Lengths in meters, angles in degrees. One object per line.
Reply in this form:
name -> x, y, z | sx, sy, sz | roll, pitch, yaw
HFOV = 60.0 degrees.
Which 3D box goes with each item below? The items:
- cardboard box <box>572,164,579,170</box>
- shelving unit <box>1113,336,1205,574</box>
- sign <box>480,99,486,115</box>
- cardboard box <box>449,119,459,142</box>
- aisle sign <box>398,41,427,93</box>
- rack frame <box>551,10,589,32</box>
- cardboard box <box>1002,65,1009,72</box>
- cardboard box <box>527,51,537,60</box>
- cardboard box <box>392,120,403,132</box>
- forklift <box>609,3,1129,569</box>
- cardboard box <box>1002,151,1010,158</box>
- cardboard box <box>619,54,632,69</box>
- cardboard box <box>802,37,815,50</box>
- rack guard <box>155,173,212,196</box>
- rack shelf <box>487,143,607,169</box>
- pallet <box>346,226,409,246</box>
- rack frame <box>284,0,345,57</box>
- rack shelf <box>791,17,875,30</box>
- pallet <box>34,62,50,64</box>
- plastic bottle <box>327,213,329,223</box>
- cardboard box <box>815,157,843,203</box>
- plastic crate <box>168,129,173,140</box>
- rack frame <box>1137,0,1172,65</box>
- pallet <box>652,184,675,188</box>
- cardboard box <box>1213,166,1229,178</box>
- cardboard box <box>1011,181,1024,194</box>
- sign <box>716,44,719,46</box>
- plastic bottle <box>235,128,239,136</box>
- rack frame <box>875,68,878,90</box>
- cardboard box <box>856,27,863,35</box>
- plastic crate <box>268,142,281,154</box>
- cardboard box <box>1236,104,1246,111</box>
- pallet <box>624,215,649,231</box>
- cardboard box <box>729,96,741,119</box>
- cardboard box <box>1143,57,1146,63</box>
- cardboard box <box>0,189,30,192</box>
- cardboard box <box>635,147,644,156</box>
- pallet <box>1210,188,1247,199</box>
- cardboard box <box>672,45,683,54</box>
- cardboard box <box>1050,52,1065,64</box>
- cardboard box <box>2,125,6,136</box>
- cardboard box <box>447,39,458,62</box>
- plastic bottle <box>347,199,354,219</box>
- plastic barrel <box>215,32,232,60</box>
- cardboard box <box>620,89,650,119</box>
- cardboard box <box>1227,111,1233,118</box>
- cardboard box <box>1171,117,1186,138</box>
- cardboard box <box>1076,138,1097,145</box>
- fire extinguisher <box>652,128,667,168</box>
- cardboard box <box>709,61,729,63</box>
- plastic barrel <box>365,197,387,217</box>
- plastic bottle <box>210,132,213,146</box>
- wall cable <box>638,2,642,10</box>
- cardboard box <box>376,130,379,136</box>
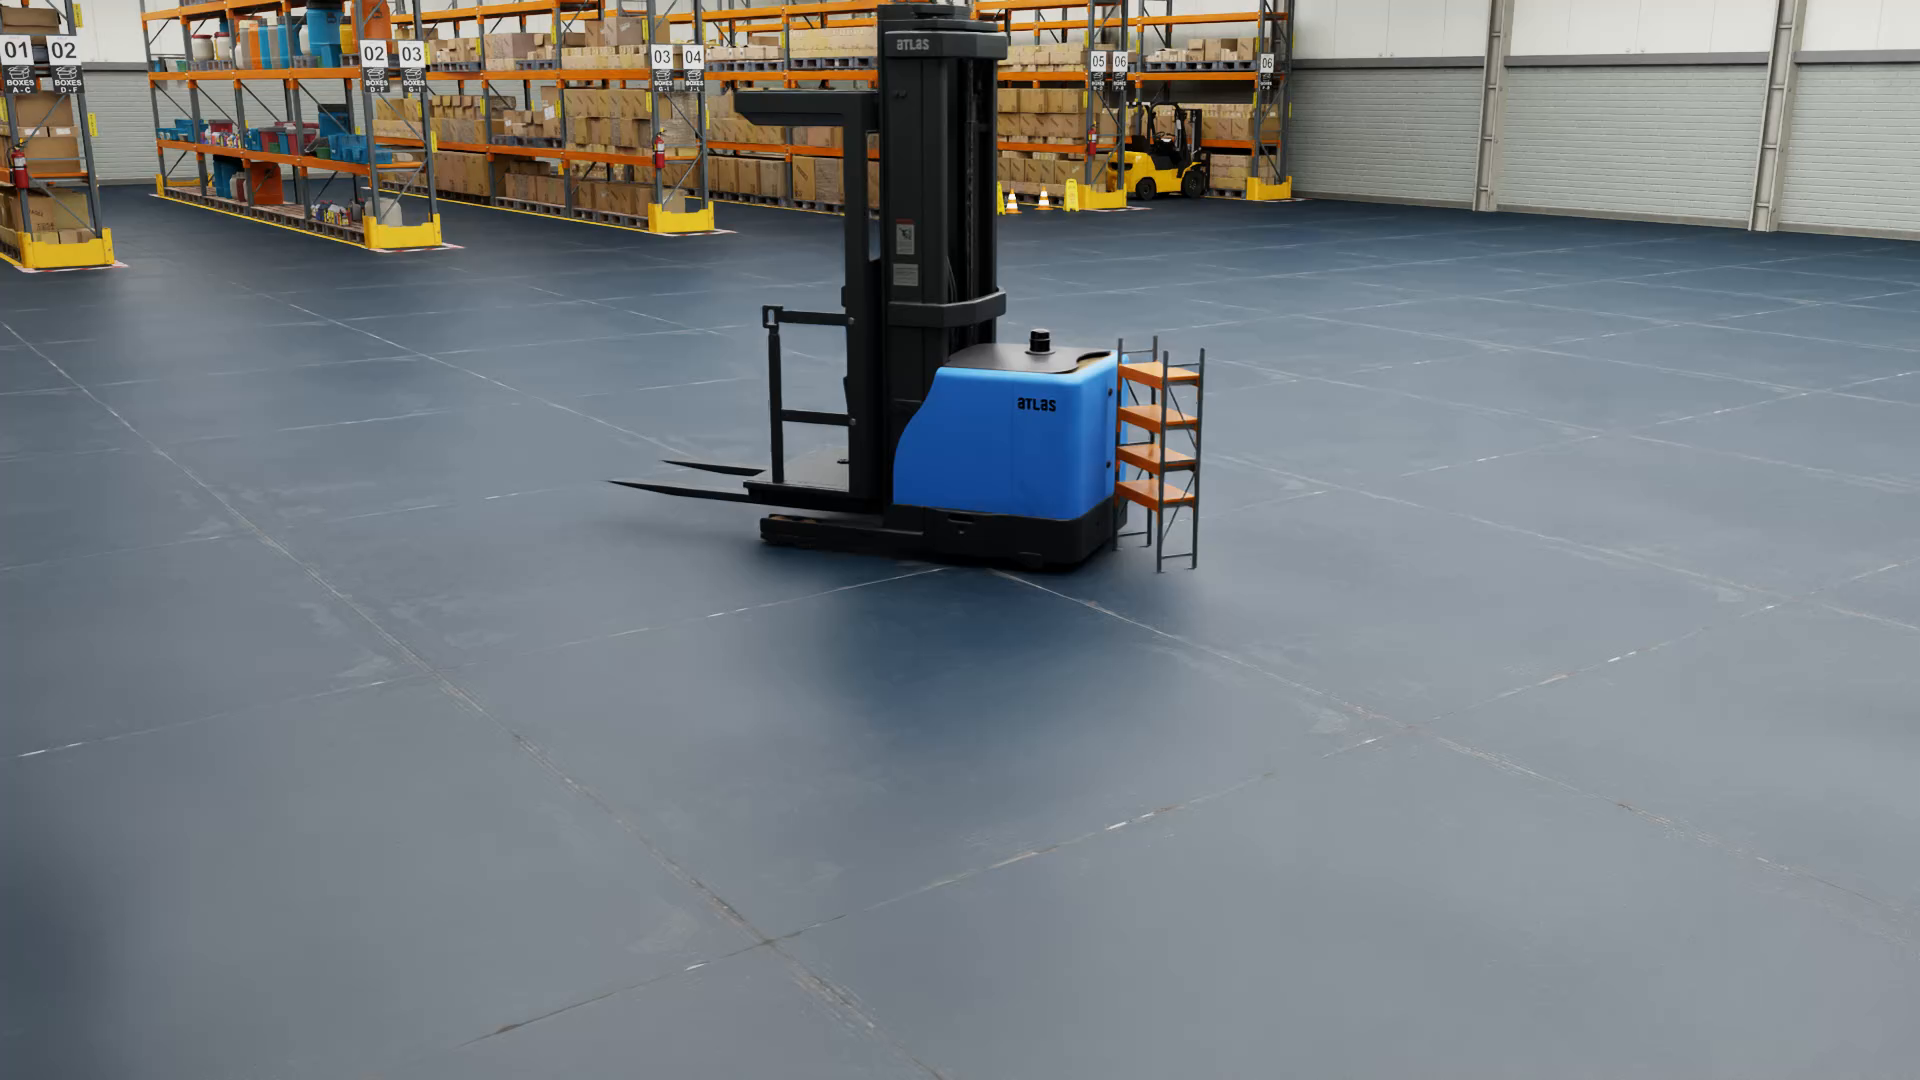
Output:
cardboard box -> -10.071, -9.901, 44.111 | 0.380, 0.149, 0.250 | -11, 19, -35
shelving unit -> 1.070, -0.471, 9.025 | 0.258, 1.200, 0.503 | -7, 17, -23
sign -> -10.101, -9.164, 35.184 | 0.100, 0.325, 0.005 | -11, 19, -35
cardboard box -> -11.039, -9.134, 37.078 | 0.500, 0.500, 0.500 | -10, 18, -33
aisle sign -> -8.677, -7.500, 26.370 | 0.394, 0.787, 0.004 | -11, 19, -35
rack frame -> -10.286, -14.043, 43.838 | 1.000, 3.000, 0.127 | -11, 19, -35
cardboard box -> 1.158, -10.438, 36.824 | 0.380, 0.149, 0.250 | -10, 18, -33
cardboard box -> -8.486, -9.760, 33.519 | 0.380, 0.166, 0.250 | -12, 19, -36
cardboard box -> -13.380, -9.999, 40.148 | 0.500, 0.250, 0.500 | -11, 19, -36
forklift -> -0.595, -1.486, 9.455 | 3.031, 2.935, 1.130 | 6, 16, 21
cardboard box -> 1.171, -8.614, 37.131 | 0.380, 0.149, 0.250 | -10, 18, -32
cardboard box -> -5.735, -8.528, 29.656 | 0.500, 0.250, 0.500 | -11, 19, -34
cardboard box -> -2.872, -10.100, 33.850 | 0.500, 0.250, 0.500 | -11, 19, -35
rack guard -> -18.389, -8.430, 39.428 | 1.175, 0.500, 0.348 | -11, 19, -35
rack shelf -> -8.478, -7.919, 34.189 | 1.077, 0.370, 4.000 | -11, 19, -35
pallet -> -9.513, -5.054, 27.641 | 1.003, 0.211, 1.213 | -11, 19, -35
rack frame -> -11.309, -9.963, 28.932 | 1.000, 3.000, 0.127 | -11, 19, -35
rack shelf -> -2.814, -13.012, 42.190 | 1.077, 0.370, 4.000 | -11, 19, -35
pallet -> -14.795, -7.528, 25.883 | 1.003, 0.211, 1.213 | -11, 19, -35
plastic bottle -> -10.911, -5.591, 28.789 | 0.097, 0.201, 0.097 | 0, 15, 0
cardboard box -> -2.385, -7.427, 34.261 | 0.875, 0.875, 0.875 | -11, 19, -34
plastic crate -> -17.711, -9.195, 37.694 | 0.416, 0.233, 0.300 | -11, 19, -35
rack frame -> 4.727, -13.042, 40.179 | 1.000, 3.000, 0.127 | -11, 19, -35
pallet -> -6.754, -8.523, 40.318 | 1.003, 0.211, 1.213 | -11, 19, -35
cardboard box -> 6.253, -8.575, 38.692 | 0.500, 0.250, 0.500 | -11, 19, -35
cardboard box -> 1.479, -7.860, 37.025 | 0.500, 0.250, 0.500 | -11, 19, -35
sign -> -6.794, -13.761, 46.684 | 0.100, 0.325, 0.005 | -11, 19, -35
plastic bottle -> -15.324, -8.586, 35.359 | 0.144, 0.351, 0.185 | -11, 19, -35
rack frame -> -1.638, -10.231, 41.274 | 1.000, 3.000, 0.127 | -11, 19, -35
cardboard box -> -1.801, -9.876, 32.277 | 0.380, 0.149, 0.250 | -10, 18, -34
plastic crate -> -12.561, -7.296, 30.951 | 0.450, 0.188, 0.662 | -11, 19, -35
cardboard box -> 6.527, -9.890, 38.047 | 0.380, 0.149, 0.250 | -11, 19, -34
pallet -> -5.444, -5.835, 30.494 | 1.003, 0.211, 1.213 | -11, 19, -35
cardboard box -> -4.725, -9.657, 37.094 | 0.700, 0.500, 0.500 | -11, 19, -35
cardboard box -> 4.386, -11.936, 41.313 | 0.380, 0.149, 0.250 | -11, 19, -35
cardboard box -> -14.710, -5.179, 25.807 | 0.500, 0.500, 0.500 | -11, 19, -35
cardboard box -> -5.620, -6.991, 29.912 | 0.380, 0.149, 0.250 | -11, 19, -35
pallet -> 6.595, -8.106, 38.791 | 1.003, 0.211, 1.213 | -11, 19, -35
cardboard box -> -4.925, -8.646, 29.330 | 0.380, 0.149, 0.250 | -11, 19, -35
cardboard box -> 2.263, -10.218, 35.264 | 0.500, 0.250, 0.500 | -11, 19, -35
cardboard box -> -14.107, -6.137, 24.898 | 0.380, 0.149, 0.250 | -10, 18, -33
cardboard box -> -10.873, -10.825, 36.771 | 0.797, 0.503, 0.637 | -11, 19, -35
plastic bottle -> -10.813, -5.889, 29.595 | 0.144, 0.351, 0.185 | -11, 19, -35
plastic barrel -> -14.825, -9.994, 33.673 | 0.433, 0.535, 0.433 | 0, 15, 0
cardboard box -> -5.772, -7.843, 29.904 | 0.500, 0.500, 0.500 | -11, 19, -35
cardboard box -> 6.371, -9.800, 38.283 | 0.380, 0.149, 0.250 | -10, 18, -34
cardboard box -> 5.395, -9.844, 39.672 | 0.500, 0.500, 0.500 | -11, 19, -35
cardboard box -> 2.673, -8.448, 35.236 | 0.380, 0.149, 0.250 | -10, 18, -33
fire extinguisher -> -5.256, -6.851, 29.072 | 0.296, 0.674, 0.183 | -11, 19, -35
cardboard box -> -5.703, -11.099, 38.575 | 0.500, 0.500, 0.500 | -11, 19, -35
plastic barrel -> -9.700, -5.454, 27.738 | 0.421, 0.512, 0.421 | 0, 15, 0
plastic bottle -> -15.620, -8.388, 34.760 | 0.061, 0.283, 0.133 | -11, 19, -35
wall cable -> -9.914, -16.004, 51.002 | 0.463, 3.000, 0.029 | -11, 19, -35
cardboard box -> -14.264, -10.098, 41.265 | 0.380, 0.149, 0.250 | -11, 19, -35
